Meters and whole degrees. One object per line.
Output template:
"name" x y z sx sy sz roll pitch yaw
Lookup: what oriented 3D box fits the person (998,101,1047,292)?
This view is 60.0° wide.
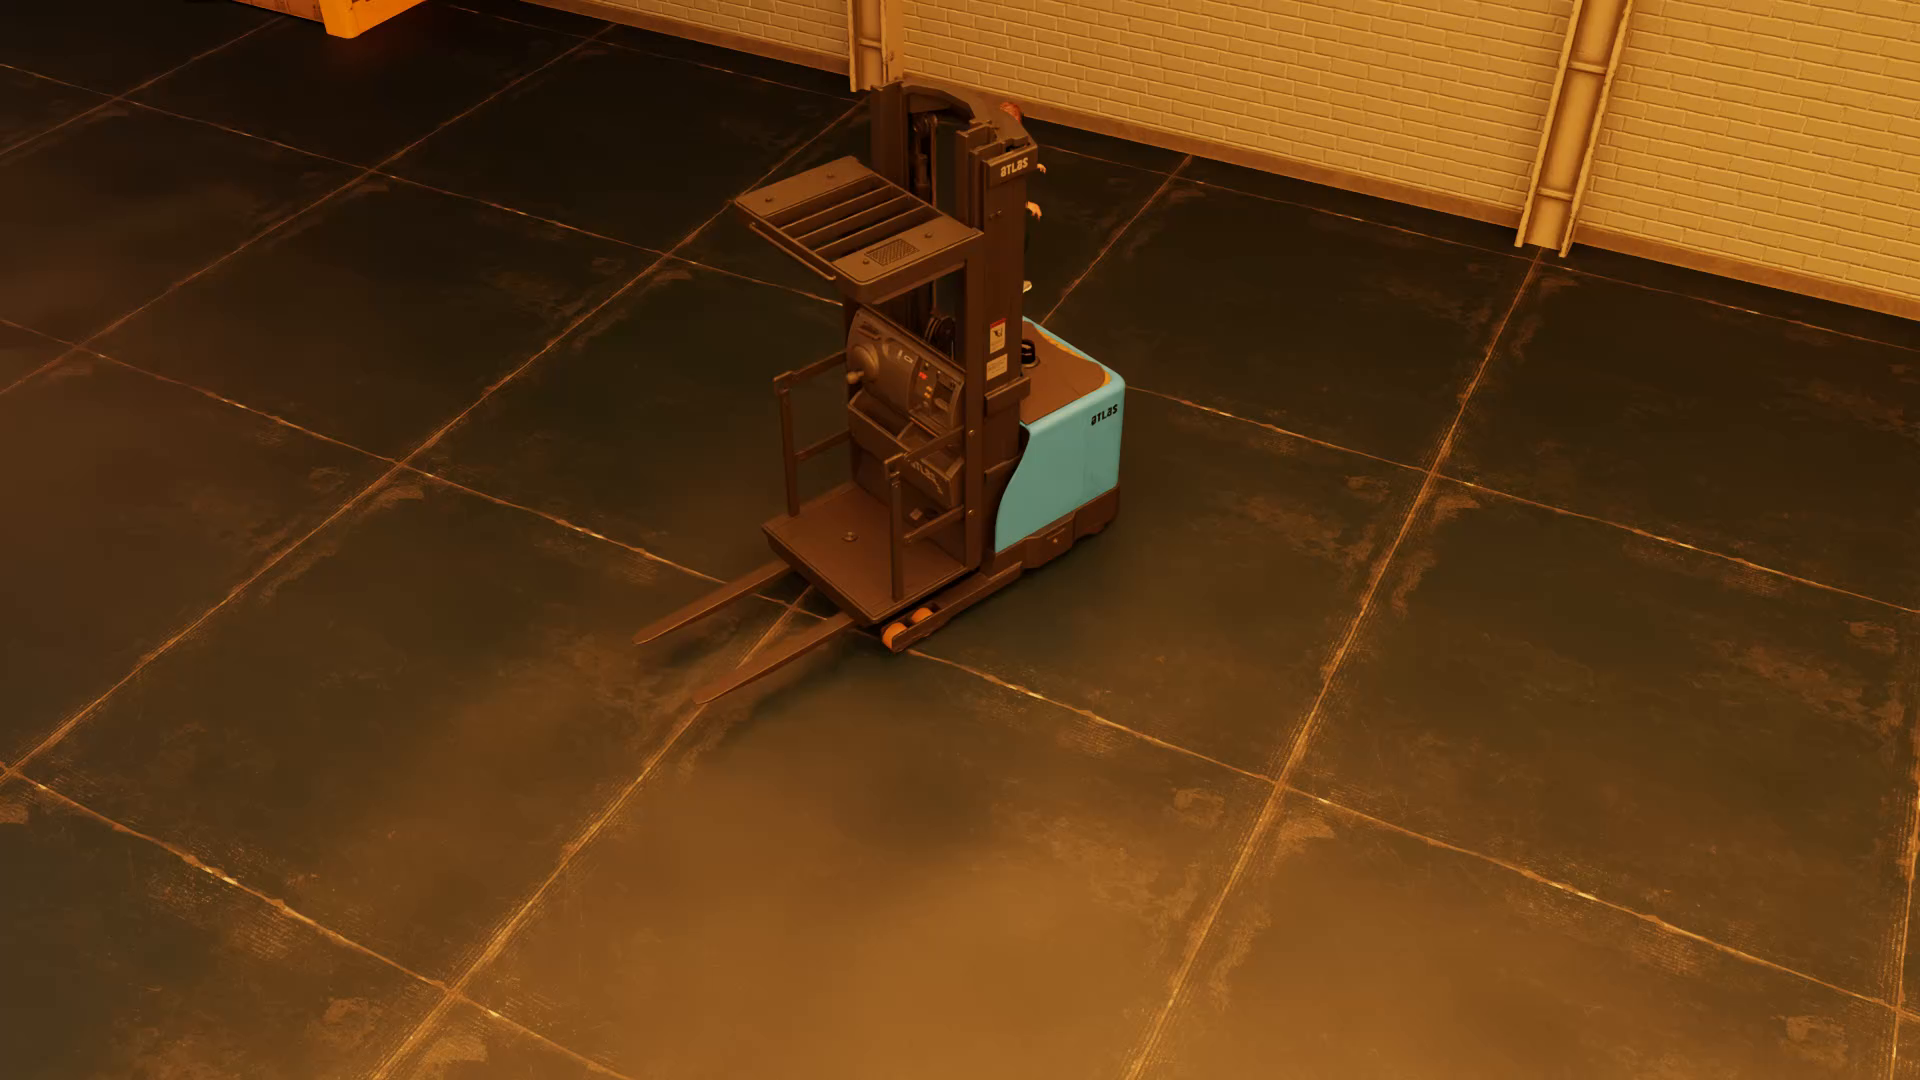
"person" 0.382 -2.441 12.002 0.672 1.499 0.694 -14 42 -16

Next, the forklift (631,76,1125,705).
"forklift" -0.465 -0.867 9.016 3.031 2.935 1.130 -29 48 -30
